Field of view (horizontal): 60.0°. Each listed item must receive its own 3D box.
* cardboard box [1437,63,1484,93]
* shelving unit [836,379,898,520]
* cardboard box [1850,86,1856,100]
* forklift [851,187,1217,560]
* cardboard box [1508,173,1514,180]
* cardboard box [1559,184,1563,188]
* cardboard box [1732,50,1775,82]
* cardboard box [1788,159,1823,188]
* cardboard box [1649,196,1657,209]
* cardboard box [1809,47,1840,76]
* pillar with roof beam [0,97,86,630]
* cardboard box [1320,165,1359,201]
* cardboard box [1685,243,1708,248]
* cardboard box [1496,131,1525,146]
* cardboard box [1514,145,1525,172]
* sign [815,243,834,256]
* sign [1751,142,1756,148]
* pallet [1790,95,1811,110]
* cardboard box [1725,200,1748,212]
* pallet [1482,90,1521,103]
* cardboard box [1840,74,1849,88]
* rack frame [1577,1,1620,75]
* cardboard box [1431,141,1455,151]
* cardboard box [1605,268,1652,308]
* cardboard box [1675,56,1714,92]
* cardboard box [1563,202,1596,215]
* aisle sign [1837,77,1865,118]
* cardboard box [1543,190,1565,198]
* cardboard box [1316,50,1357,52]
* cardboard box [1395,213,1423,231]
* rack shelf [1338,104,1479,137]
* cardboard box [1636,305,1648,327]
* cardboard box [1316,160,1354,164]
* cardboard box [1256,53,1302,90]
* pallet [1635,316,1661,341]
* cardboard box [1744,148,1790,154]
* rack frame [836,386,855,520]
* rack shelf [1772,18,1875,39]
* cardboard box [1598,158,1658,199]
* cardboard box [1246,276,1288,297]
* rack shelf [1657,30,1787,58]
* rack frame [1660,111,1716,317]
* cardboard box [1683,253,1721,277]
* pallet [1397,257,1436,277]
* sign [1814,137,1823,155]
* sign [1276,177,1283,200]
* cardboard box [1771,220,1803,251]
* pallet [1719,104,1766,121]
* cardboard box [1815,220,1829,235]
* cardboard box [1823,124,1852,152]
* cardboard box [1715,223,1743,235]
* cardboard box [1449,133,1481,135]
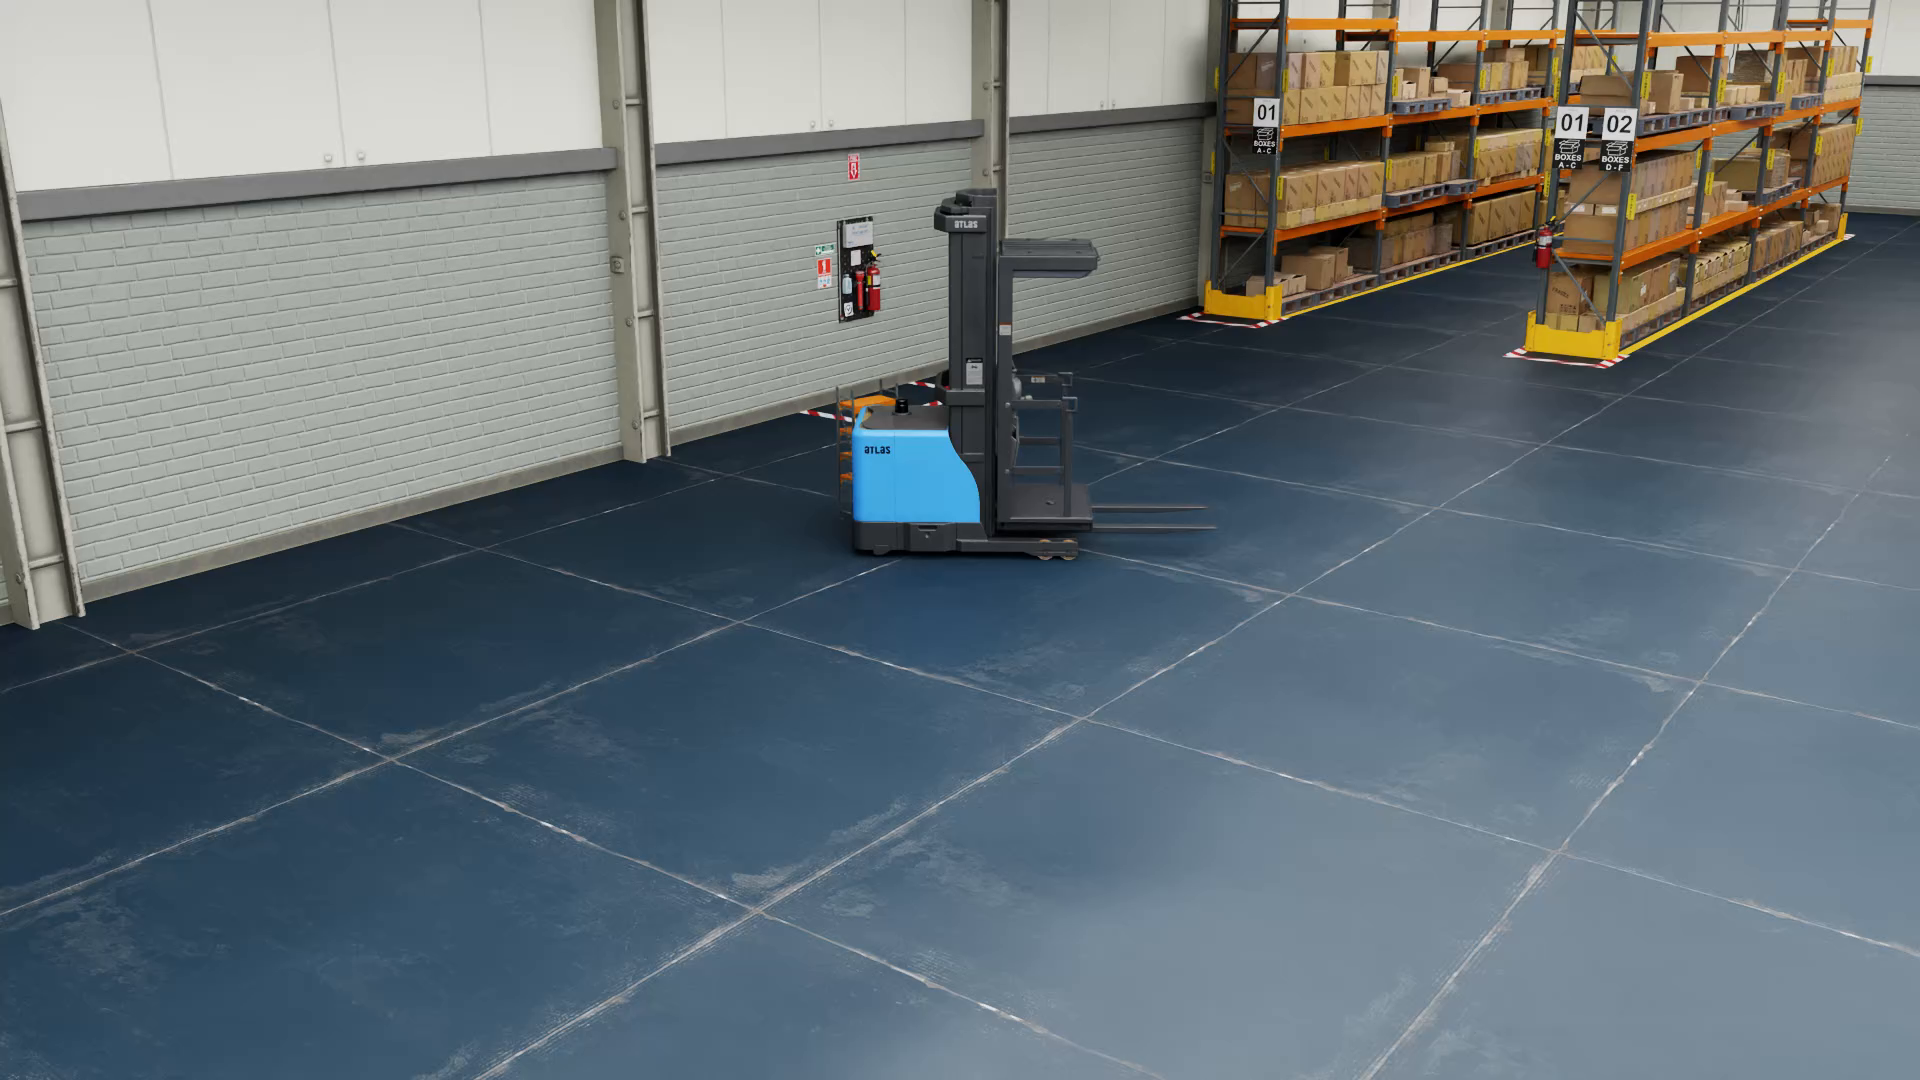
[{"bbox_3d":[9.232,-8.538,30.712,0.700,0.500,0.500,11,20,30],"label":"cardboard box"},{"bbox_3d":[-0.816,-0.788,14.757,0.503,1.200,0.258,-15,23,-39],"label":"shelving unit"},{"bbox_3d":[17.341,-8.830,32.815,0.500,0.250,0.500,12,21,35],"label":"cardboard box"},{"bbox_3d":[0.627,-1.395,13.795,3.031,2.935,1.130,0,17,1],"label":"forklift"},{"bbox_3d":[10.612,-7.141,32.571,0.380,0.149,0.250,12,21,33],"label":"cardboard box"},{"bbox_3d":[13.038,-7.706,36.414,0.380,0.149,0.250,12,21,35],"label":"cardboard box"},{"bbox_3d":[13.241,-7.910,27.746,0.500,0.500,0.500,12,21,35],"label":"cardboard box"},{"bbox_3d":[15.881,-6.923,31.312,0.500,0.500,0.500,13,22,36],"label":"cardboard box"},{"bbox_3d":[9.381,-4.664,22.943,0.380,0.149,0.250,12,21,34],"label":"cardboard box"},{"bbox_3d":[16.030,-8.977,31.180,0.700,0.500,0.500,12,21,35],"label":"cardboard box"},{"bbox_3d":[-3.317,-2.955,8.587,9.100,9.000,0.400,12,21,35],"label":"pillar with roof beam"},{"bbox_3d":[5.977,-5.662,26.374,0.500,0.500,0.500,12,21,33],"label":"cardboard box"},{"bbox_3d":[12.121,-4.805,27.643,0.500,0.311,0.500,12,21,33],"label":"cardboard box"},{"bbox_3d":[10.689,-7.836,32.452,0.500,0.250,0.500,13,21,36],"label":"cardboard box"},{"bbox_3d":[10.703,-7.480,32.570,0.500,0.500,0.500,12,21,35],"label":"cardboard box"},{"bbox_3d":[-1.530,-3.284,18.806,0.001,0.109,0.331,12,21,35],"label":"sign"},{"bbox_3d":[14.918,-7.310,31.265,0.100,0.325,0.005,12,21,35],"label":"sign"},{"bbox_3d":[14.298,-7.755,29.416,1.213,0.211,1.003,12,21,35],"label":"pallet"},{"bbox_3d":[12.662,-5.467,27.213,0.380,0.149,0.250,12,21,35],"label":"cardboard box"},{"bbox_3d":[10.000,-8.496,31.805,1.003,0.211,1.213,14,22,37],"label":"pallet"},{"bbox_3d":[16.750,-8.830,31.971,0.500,0.250,0.500,12,21,35],"label":"cardboard box"},{"bbox_3d":[13.762,-11.495,36.085,1.000,3.000,0.127,12,21,35],"label":"rack frame"},{"bbox_3d":[8.813,-7.204,30.381,0.380,0.149,0.250,9,20,28],"label":"cardboard box"},{"bbox_3d":[9.291,-3.519,23.181,0.500,0.500,0.500,12,21,35],"label":"cardboard box"},{"bbox_3d":[10.991,-6.956,24.810,0.500,0.500,0.500,13,21,35],"label":"cardboard box"},{"bbox_3d":[8.283,-4.426,22.178,0.380,0.149,0.250,12,21,34],"label":"cardboard box"},{"bbox_3d":[18.029,-8.959,33.651,0.394,0.787,0.004,12,21,35],"label":"aisle sign"},{"bbox_3d":[12.568,-7.327,35.193,0.380,0.149,0.250,12,21,33],"label":"cardboard box"},{"bbox_3d":[6.090,-7.673,26.947,0.500,0.500,0.500,13,21,36],"label":"cardboard box"},{"bbox_3d":[7.915,-5.670,29.652,0.500,0.250,0.500,12,21,34],"label":"cardboard box"},{"bbox_3d":[7.803,-7.337,28.967,1.077,0.370,4.000,12,21,35],"label":"rack shelf"},{"bbox_3d":[9.300,-3.159,23.286,0.500,0.250,0.500,12,21,35],"label":"cardboard box"},{"bbox_3d":[6.164,-5.992,27.437,0.500,0.500,0.500,12,21,33],"label":"cardboard box"},{"bbox_3d":[4.653,-6.835,24.249,0.500,0.500,0.500,11,20,31],"label":"cardboard box"},{"bbox_3d":[9.358,-3.091,23.843,1.003,0.211,1.213,12,21,35],"label":"pallet"},{"bbox_3d":[14.897,-6.977,30.778,0.700,0.500,0.500,5,18,16],"label":"cardboard box"},{"bbox_3d":[-0.999,-0.740,14.603,0.015,1.200,0.240,-15,23,-39],"label":"rack frame"},{"bbox_3d":[16.550,-9.799,31.842,1.077,0.370,4.000,12,21,35],"label":"rack shelf"},{"bbox_3d":[9.137,-4.980,22.865,0.700,0.500,0.500,13,21,35],"label":"cardboard box"},{"bbox_3d":[4.713,-3.894,25.516,0.500,0.311,0.500,10,20,29],"label":"cardboard box"},{"bbox_3d":[11.784,-7.704,25.765,1.077,0.370,4.000,12,21,35],"label":"rack shelf"},{"bbox_3d":[10.592,-4.897,24.955,1.000,3.000,0.127,12,21,35],"label":"rack frame"},{"bbox_3d":[11.648,-4.348,26.171,0.500,0.311,0.500,12,21,33],"label":"cardboard box"},{"bbox_3d":[7.801,-4.917,29.722,1.003,0.211,1.213,12,21,35],"label":"pallet"},{"bbox_3d":[15.807,-7.258,30.606,0.100,0.325,0.005,12,21,35],"label":"sign"},{"bbox_3d":[4.664,-5.136,24.266,0.100,0.325,0.005,12,21,35],"label":"sign"},{"bbox_3d":[15.295,-5.651,30.855,0.500,0.500,0.500,12,21,34],"label":"cardboard box"},{"bbox_3d":[11.979,-6.748,26.175,1.003,0.211,1.213,14,22,37],"label":"pallet"},{"bbox_3d":[17.026,-6.258,33.233,0.500,0.250,0.500,12,21,35],"label":"cardboard box"},{"bbox_3d":[17.397,-8.005,33.110,0.500,0.500,0.500,13,22,36],"label":"cardboard box"},{"bbox_3d":[13.374,-5.503,29.114,0.500,0.250,0.500,13,22,37],"label":"cardboard box"},{"bbox_3d":[9.677,-7.680,31.948,0.500,0.250,0.500,12,21,33],"label":"cardboard box"}]
